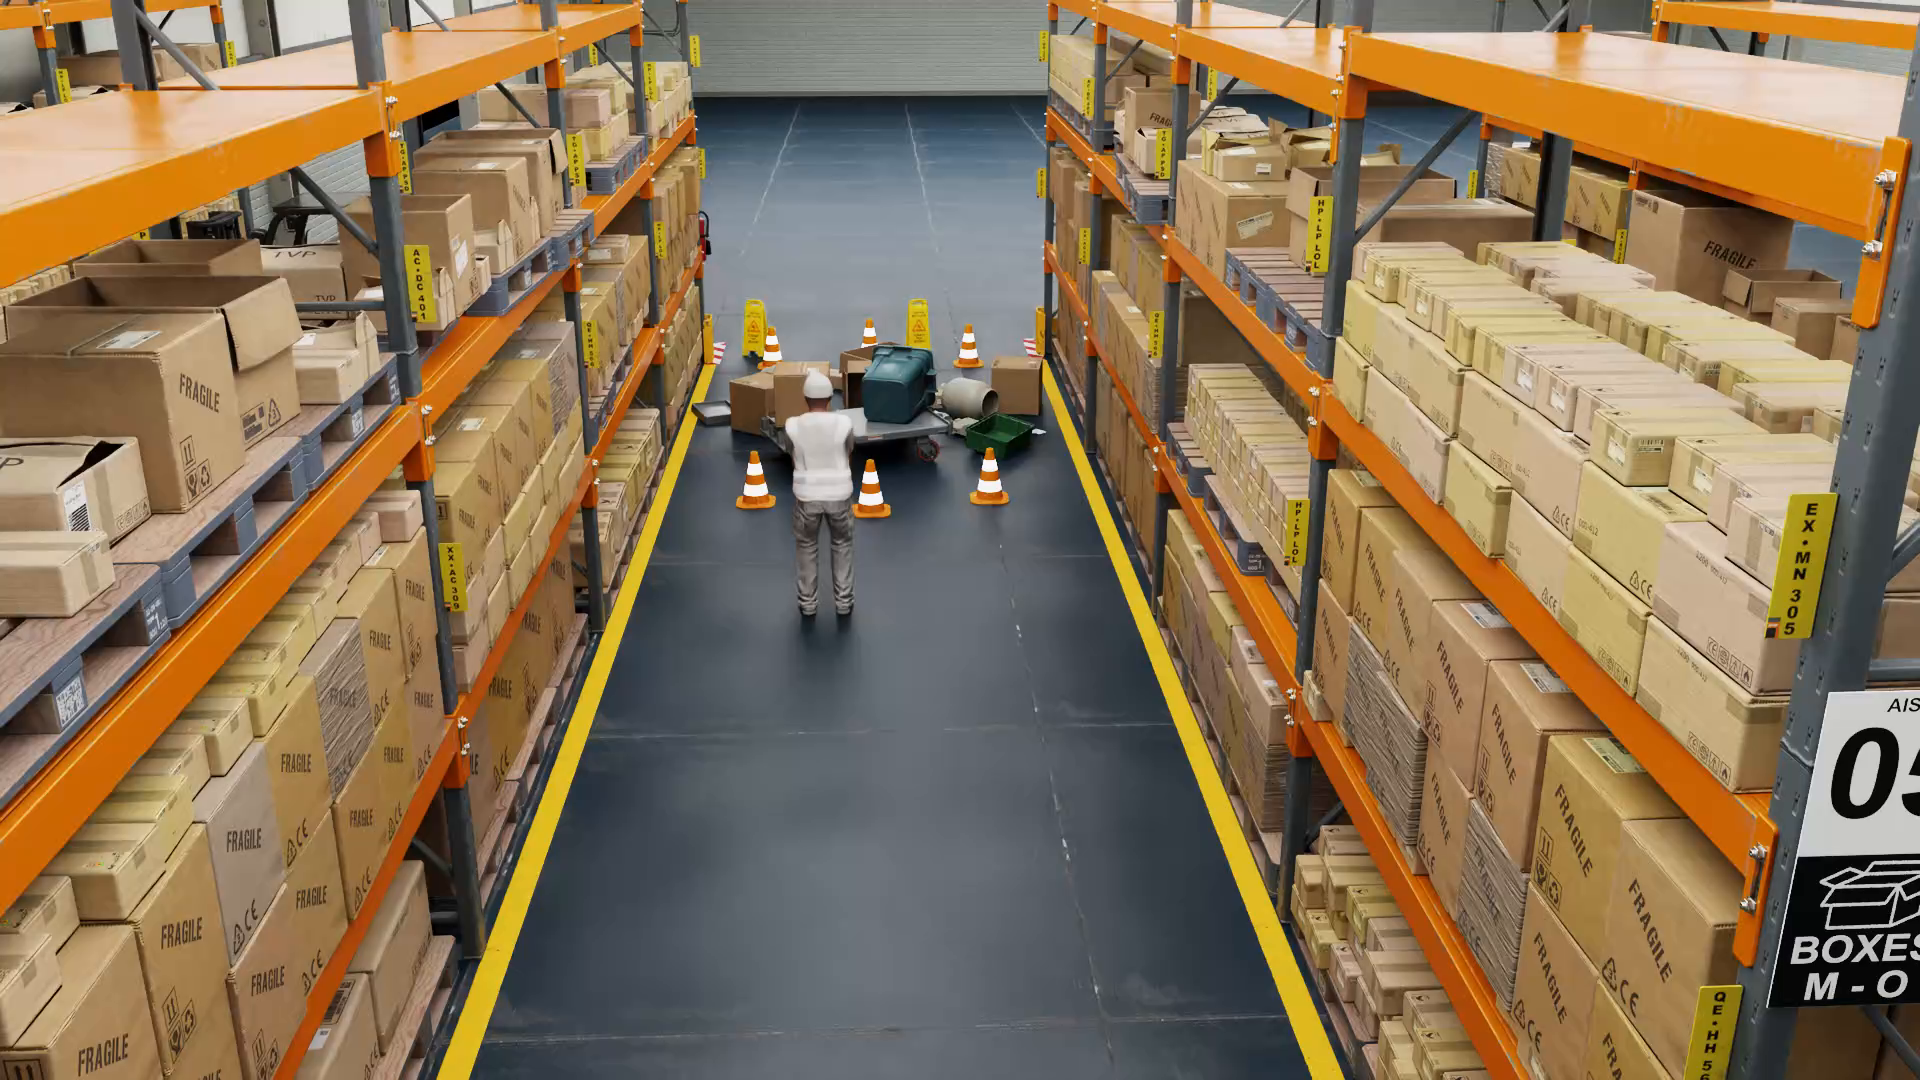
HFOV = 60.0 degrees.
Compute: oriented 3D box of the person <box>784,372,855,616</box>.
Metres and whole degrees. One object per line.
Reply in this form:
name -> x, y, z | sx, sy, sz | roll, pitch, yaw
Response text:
person -> -1.002, -0.353, 12.012 | 0.491, 1.778, 0.587 | -1, 20, -4
